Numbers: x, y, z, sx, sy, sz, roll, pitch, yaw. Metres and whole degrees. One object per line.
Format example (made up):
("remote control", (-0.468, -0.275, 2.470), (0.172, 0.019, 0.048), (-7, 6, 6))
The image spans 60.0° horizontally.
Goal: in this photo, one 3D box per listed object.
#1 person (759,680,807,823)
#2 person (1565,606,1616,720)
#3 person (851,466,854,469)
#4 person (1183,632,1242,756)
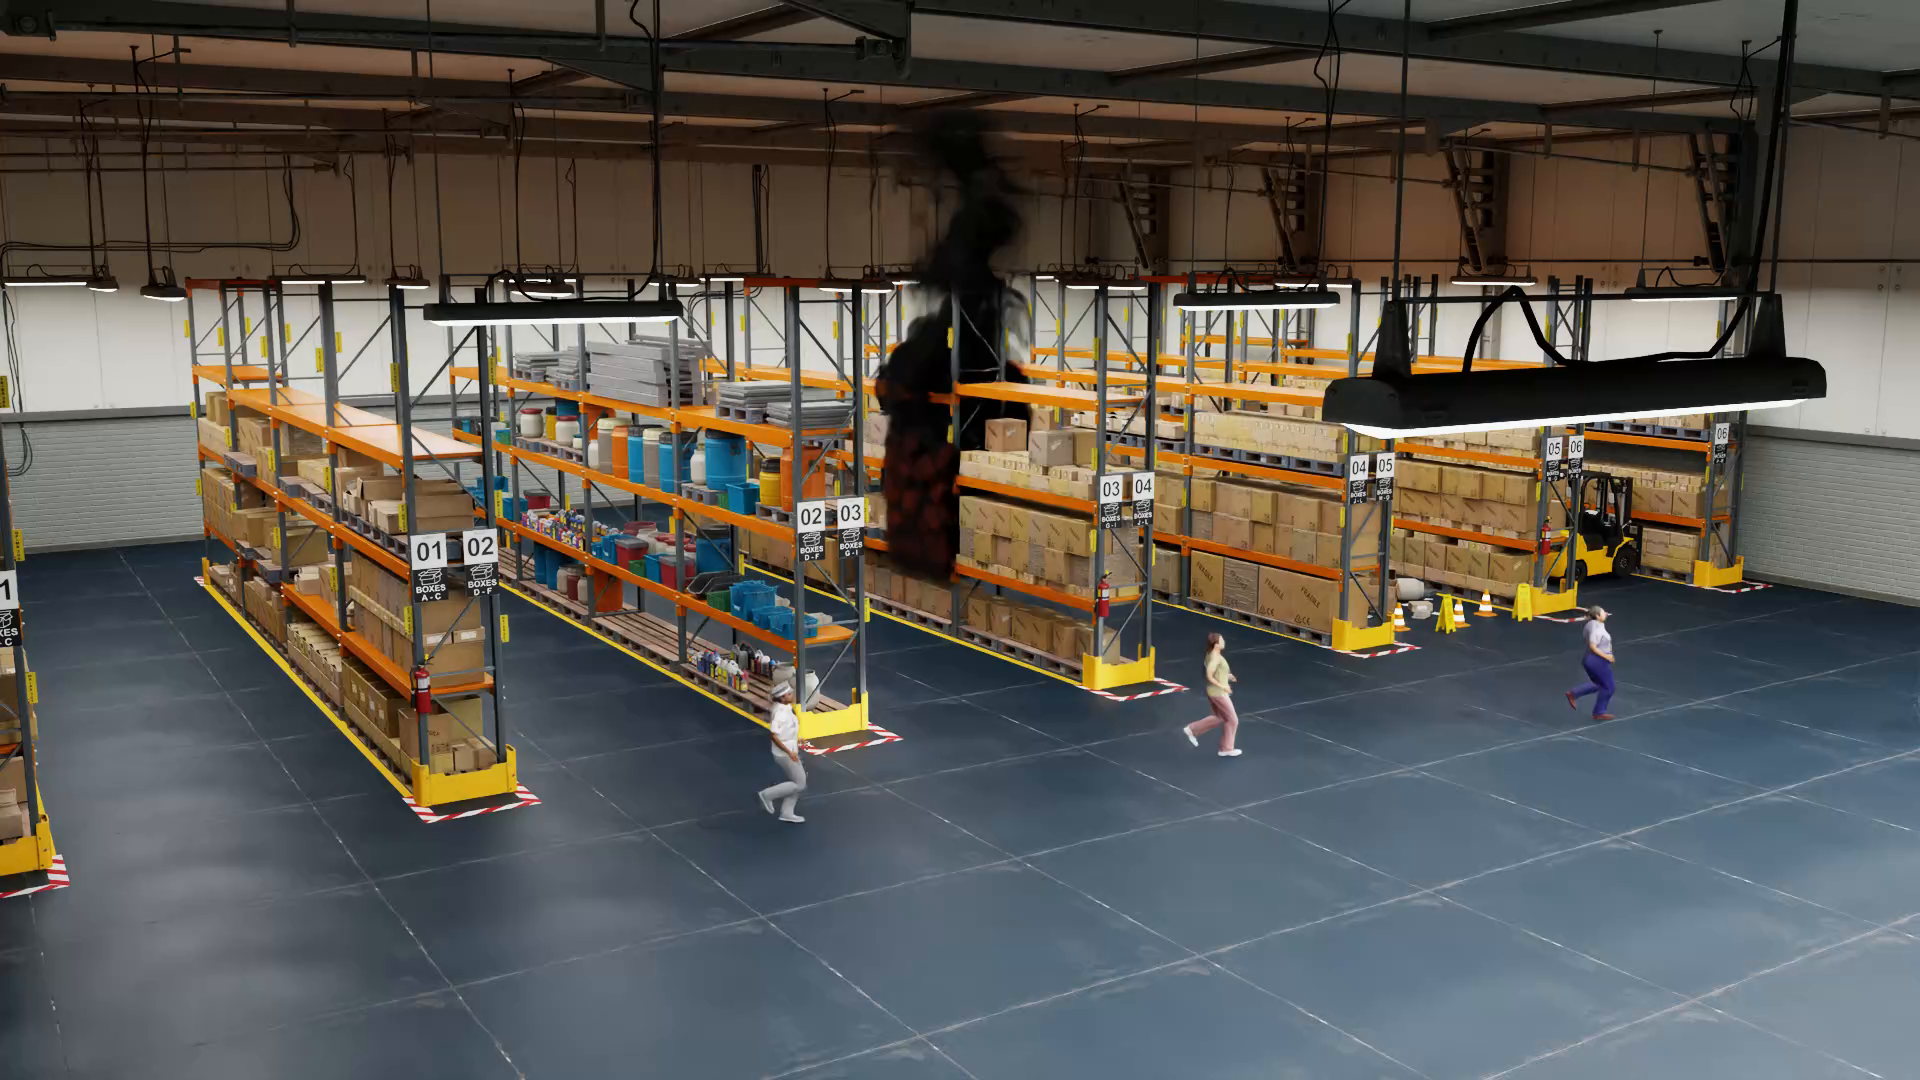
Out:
("person", (-2.009, 2.403, 18.846), (0.558, 1.656, 0.584), (-1, 10, -6))
("person", (8.800, 1.703, 23.115), (0.652, 1.587, 0.611), (1, 10, 8))
("person", (-2.395, -0.907, 38.381), (0.531, 1.643, 0.744), (-5, 11, -27))
("person", (3.262, 1.978, 21.338), (0.752, 1.628, 0.586), (0, 10, -1))
